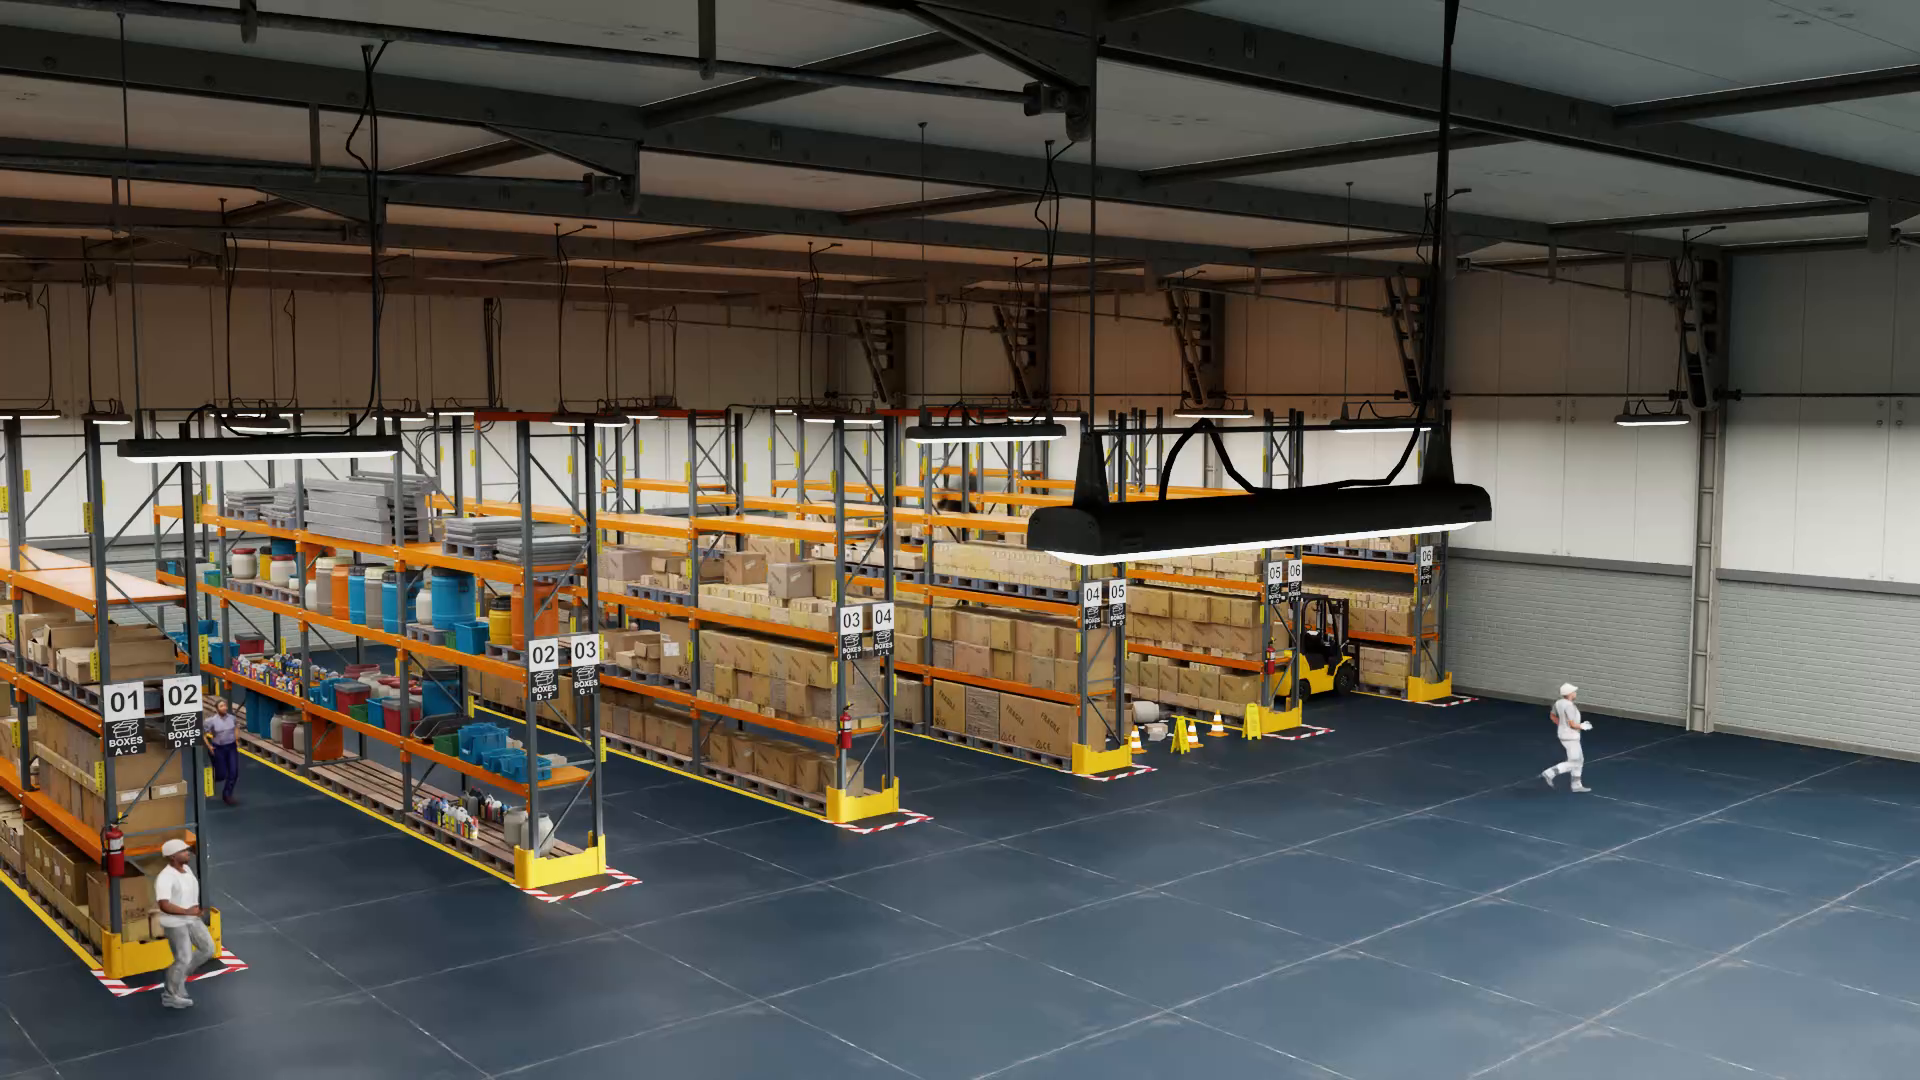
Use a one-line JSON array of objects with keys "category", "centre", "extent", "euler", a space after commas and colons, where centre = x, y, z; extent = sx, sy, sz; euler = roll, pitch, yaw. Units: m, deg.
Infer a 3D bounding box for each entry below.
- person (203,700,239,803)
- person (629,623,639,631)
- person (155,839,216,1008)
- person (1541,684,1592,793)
[{"category": "person", "centre": [-11.479, 3.272, 25.859], "extent": [0.586, 1.607, 0.613], "euler": [4, 7, 40]}, {"category": "person", "centre": [-6.551, 2.526, 33.497], "extent": [0.653, 1.724, 0.707], "euler": [5, 7, 44]}, {"category": "person", "centre": [-8.042, 3.954, 17.239], "extent": [0.588, 1.738, 0.747], "euler": [0, 5, 0]}, {"category": "person", "centre": [9.615, 3.144, 26.343], "extent": [0.832, 1.756, 0.667], "euler": [0, 5, 1]}]
